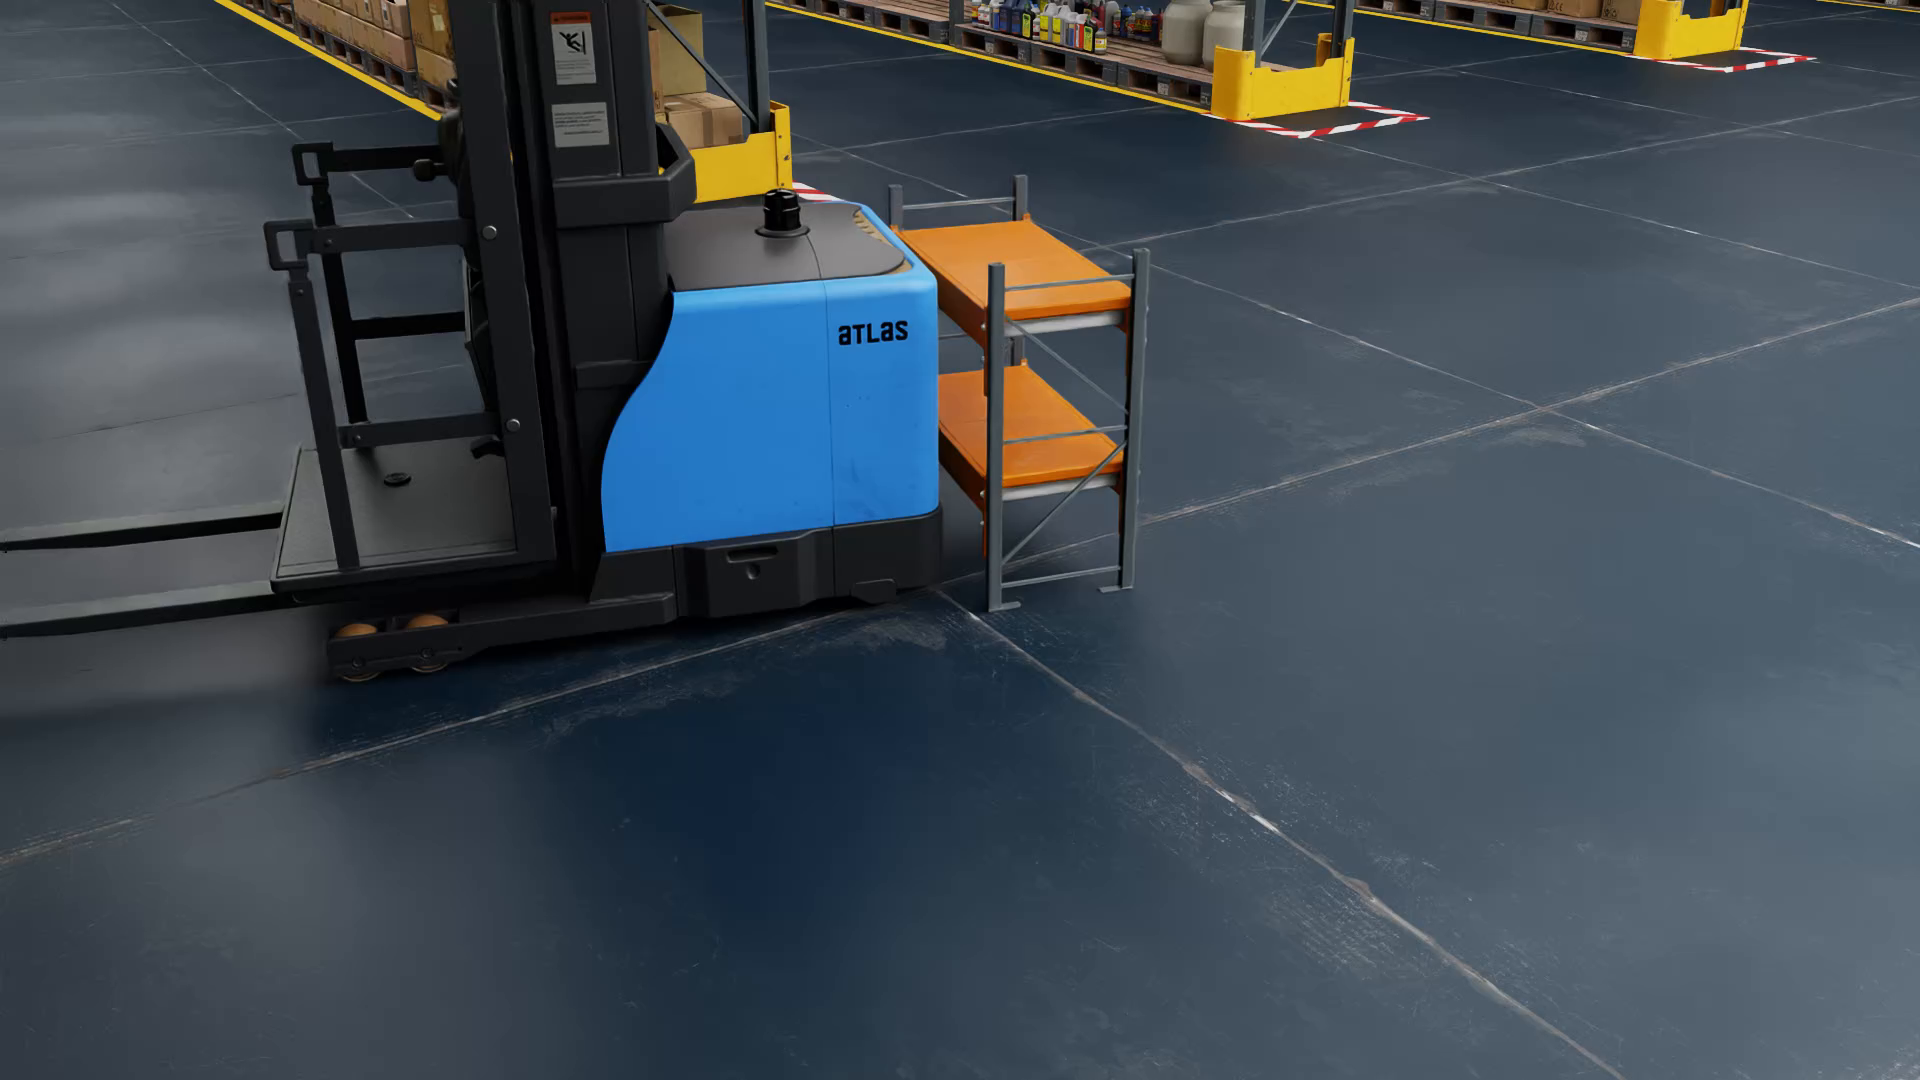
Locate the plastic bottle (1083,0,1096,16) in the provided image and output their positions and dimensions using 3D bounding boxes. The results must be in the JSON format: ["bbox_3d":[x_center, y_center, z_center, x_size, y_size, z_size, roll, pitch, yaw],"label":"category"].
[{"bbox_3d":[1.151,-4.657,14.767,0.061,0.283,0.133,-16,29,-30],"label":"plastic bottle"}]

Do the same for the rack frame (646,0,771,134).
[{"bbox_3d":[-1.620,-3.483,9.614,1.000,3.000,0.127,-16,29,-30],"label":"rack frame"}]

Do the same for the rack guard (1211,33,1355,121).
[{"bbox_3d":[2.452,-3.521,12.624,1.175,0.500,0.348,-16,29,-30],"label":"rack guard"}]

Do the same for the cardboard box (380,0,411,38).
[{"bbox_3d":[-4.264,-4.191,13.187,0.500,0.311,0.500,-16,29,-30],"label":"cardboard box"}]

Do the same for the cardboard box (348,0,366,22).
[{"bbox_3d":[-4.824,-4.555,13.958,0.500,0.311,0.500,-16,29,-30],"label":"cardboard box"}]

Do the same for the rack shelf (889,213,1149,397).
[{"bbox_3d":[0.159,-0.791,5.422,0.538,0.278,1.000,-8,27,-17],"label":"rack shelf"}]

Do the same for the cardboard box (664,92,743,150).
[{"bbox_3d":[-1.726,-2.673,10.627,0.500,0.250,0.500,-16,29,-30],"label":"cardboard box"}]

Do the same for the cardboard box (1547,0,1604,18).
[{"bbox_3d":[6.001,-5.283,15.862,0.500,0.500,0.500,-8,26,-16],"label":"cardboard box"}]

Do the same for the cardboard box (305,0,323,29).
[{"bbox_3d":[-5.672,-4.855,15.250,0.500,0.250,0.500,-16,30,-31],"label":"cardboard box"}]

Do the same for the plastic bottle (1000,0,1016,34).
[{"bbox_3d":[0.442,-4.682,14.742,0.144,0.351,0.185,-15,29,-28],"label":"plastic bottle"}]

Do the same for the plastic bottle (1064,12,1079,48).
[{"bbox_3d":[0.972,-4.304,14.028,0.152,0.276,0.135,-16,30,-31],"label":"plastic bottle"}]

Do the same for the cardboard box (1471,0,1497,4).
[{"bbox_3d":[5.407,-5.721,16.791,0.500,0.500,0.500,-19,31,-34],"label":"cardboard box"}]

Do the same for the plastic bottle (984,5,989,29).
[{"bbox_3d":[0.267,-4.711,14.978,0.097,0.201,0.097,0,25,0],"label":"plastic bottle"}]

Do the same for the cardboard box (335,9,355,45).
[{"bbox_3d":[-5.103,-4.487,14.470,0.500,0.250,0.500,-15,29,-29],"label":"cardboard box"}]

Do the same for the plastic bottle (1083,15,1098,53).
[{"bbox_3d":[1.084,-4.199,13.797,0.061,0.283,0.133,-15,29,-28],"label":"plastic bottle"}]

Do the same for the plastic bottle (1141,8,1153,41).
[{"bbox_3d":[1.617,-4.445,14.332,0.097,0.271,0.097,0,25,0],"label":"plastic bottle"}]

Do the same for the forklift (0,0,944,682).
[{"bbox_3d":[-1.629,-1.162,4.778,3.031,2.935,1.130,-7,26,-14],"label":"forklift"}]

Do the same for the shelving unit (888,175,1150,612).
[{"bbox_3d":[0.159,-0.526,5.547,0.538,1.125,1.048,-8,27,-17],"label":"shelving unit"}]

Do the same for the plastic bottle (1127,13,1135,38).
[{"bbox_3d":[1.508,-4.484,14.498,0.097,0.201,0.097,0,25,0],"label":"plastic bottle"}]

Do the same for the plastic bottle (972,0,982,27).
[{"bbox_3d":[0.156,-4.815,15.117,0.097,0.271,0.097,0,25,0],"label":"plastic bottle"}]

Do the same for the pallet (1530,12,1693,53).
[{"bbox_3d":[6.227,-4.855,15.787,1.003,0.211,1.213,-16,29,-30],"label":"pallet"}]

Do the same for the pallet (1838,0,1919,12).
[{"bbox_3d":[10.391,-5.916,18.036,1.003,0.211,1.213,-16,29,-30],"label":"pallet"}]

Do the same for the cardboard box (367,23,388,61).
[{"bbox_3d":[-4.547,-4.122,13.697,0.500,0.250,0.500,-16,30,-30],"label":"cardboard box"}]

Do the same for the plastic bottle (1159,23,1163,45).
[{"bbox_3d":[1.747,-4.327,14.165,0.097,0.201,0.097,0,25,0],"label":"plastic bottle"}]

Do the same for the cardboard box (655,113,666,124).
[{"bbox_3d":[-2.160,-2.552,10.371,0.500,0.250,0.500,-16,29,-30],"label":"cardboard box"}]

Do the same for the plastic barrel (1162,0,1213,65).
[{"bbox_3d":[1.836,-4.097,13.338,0.421,0.512,0.421,0,25,0],"label":"plastic barrel"}]

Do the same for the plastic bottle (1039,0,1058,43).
[{"bbox_3d":[0.777,-4.462,14.277,0.144,0.351,0.185,-16,30,-30],"label":"plastic bottle"}]

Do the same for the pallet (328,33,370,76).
[{"bbox_3d":[-4.908,-4.344,14.704,1.003,0.211,1.213,-16,29,-30],"label":"pallet"}]

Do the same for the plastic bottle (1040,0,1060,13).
[{"bbox_3d":[0.821,-4.871,15.141,0.144,0.351,0.185,-16,29,-30],"label":"plastic bottle"}]

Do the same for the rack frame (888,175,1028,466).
[{"bbox_3d":[-0.005,-0.732,5.983,0.500,1.125,0.032,-8,27,-17],"label":"rack frame"}]

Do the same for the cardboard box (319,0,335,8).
[{"bbox_3d":[-5.377,-4.920,14.729,0.500,0.311,0.500,-16,30,-31],"label":"cardboard box"}]

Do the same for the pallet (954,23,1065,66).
[{"bbox_3d":[0.681,-4.555,15.153,1.003,0.211,1.213,-16,29,-30],"label":"pallet"}]

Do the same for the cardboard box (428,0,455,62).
[{"bbox_3d":[-3.533,-3.783,12.101,0.500,0.500,0.500,-16,29,-30],"label":"cardboard box"}]

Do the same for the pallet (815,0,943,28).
[{"bbox_3d":[-0.782,-5.514,17.183,1.003,0.211,1.213,-16,29,-30],"label":"pallet"}]

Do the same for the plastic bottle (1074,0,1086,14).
[{"bbox_3d":[1.047,-4.836,15.067,0.144,0.351,0.185,-17,30,-32],"label":"plastic bottle"}]

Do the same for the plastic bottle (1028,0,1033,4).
[{"bbox_3d":[0.563,-4.716,14.813,0.144,0.351,0.185,-16,29,-30],"label":"plastic bottle"}]

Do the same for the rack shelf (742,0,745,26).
[{"bbox_3d":[-2.711,-3.873,11.283,1.077,0.370,4.000,-16,29,-30],"label":"rack shelf"}]

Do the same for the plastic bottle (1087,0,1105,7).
[{"bbox_3d":[1.223,-4.720,14.823,0.144,0.351,0.185,-16,29,-30],"label":"plastic bottle"}]

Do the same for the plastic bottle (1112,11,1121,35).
[{"bbox_3d":[1.396,-4.558,14.653,0.097,0.201,0.097,0,25,0],"label":"plastic bottle"}]

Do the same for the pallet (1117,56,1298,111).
[{"bbox_3d":[2.013,-3.683,13.304,1.003,0.211,1.213,-16,29,-30],"label":"pallet"}]

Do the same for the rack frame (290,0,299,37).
[{"bbox_3d":[-5.987,-6.344,15.675,1.000,3.000,0.127,-16,29,-30],"label":"rack frame"}]

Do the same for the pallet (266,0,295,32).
[{"bbox_3d":[-6.363,-5.359,16.855,1.003,0.211,1.213,-16,29,-30],"label":"pallet"}]

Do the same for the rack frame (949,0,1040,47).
[{"bbox_3d":[0.349,-6.066,15.087,1.000,3.000,0.127,-16,29,-30],"label":"rack frame"}]

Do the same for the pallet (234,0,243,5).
[{"bbox_3d":[-7.695,-6.232,18.703,1.003,0.211,1.213,-16,29,-30],"label":"pallet"}]

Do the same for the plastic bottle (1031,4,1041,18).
[{"bbox_3d":[0.657,-4.535,14.523,0.097,0.271,0.097,0,25,0],"label":"plastic bottle"}]

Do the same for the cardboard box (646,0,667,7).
[{"bbox_3d":[-2.284,-3.366,11.217,0.500,0.500,0.500,-16,29,-30],"label":"cardboard box"}]

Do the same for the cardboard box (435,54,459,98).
[{"bbox_3d":[-3.535,-3.443,12.259,0.500,0.250,0.500,-16,29,-30],"label":"cardboard box"}]

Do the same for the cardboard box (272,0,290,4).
[{"bbox_3d":[-6.694,-5.692,16.707,0.500,0.500,0.500,-14,29,-28],"label":"cardboard box"}]

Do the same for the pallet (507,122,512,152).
[{"bbox_3d":[-2.734,-2.921,11.691,1.003,0.211,1.213,-16,29,-30],"label":"pallet"}]

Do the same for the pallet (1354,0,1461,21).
[{"bbox_3d":[4.895,-5.728,17.636,1.003,0.211,1.213,-16,29,-30],"label":"pallet"}]

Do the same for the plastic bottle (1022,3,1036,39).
[{"bbox_3d":[0.600,-4.515,14.468,0.061,0.283,0.133,-14,29,-27],"label":"plastic bottle"}]
